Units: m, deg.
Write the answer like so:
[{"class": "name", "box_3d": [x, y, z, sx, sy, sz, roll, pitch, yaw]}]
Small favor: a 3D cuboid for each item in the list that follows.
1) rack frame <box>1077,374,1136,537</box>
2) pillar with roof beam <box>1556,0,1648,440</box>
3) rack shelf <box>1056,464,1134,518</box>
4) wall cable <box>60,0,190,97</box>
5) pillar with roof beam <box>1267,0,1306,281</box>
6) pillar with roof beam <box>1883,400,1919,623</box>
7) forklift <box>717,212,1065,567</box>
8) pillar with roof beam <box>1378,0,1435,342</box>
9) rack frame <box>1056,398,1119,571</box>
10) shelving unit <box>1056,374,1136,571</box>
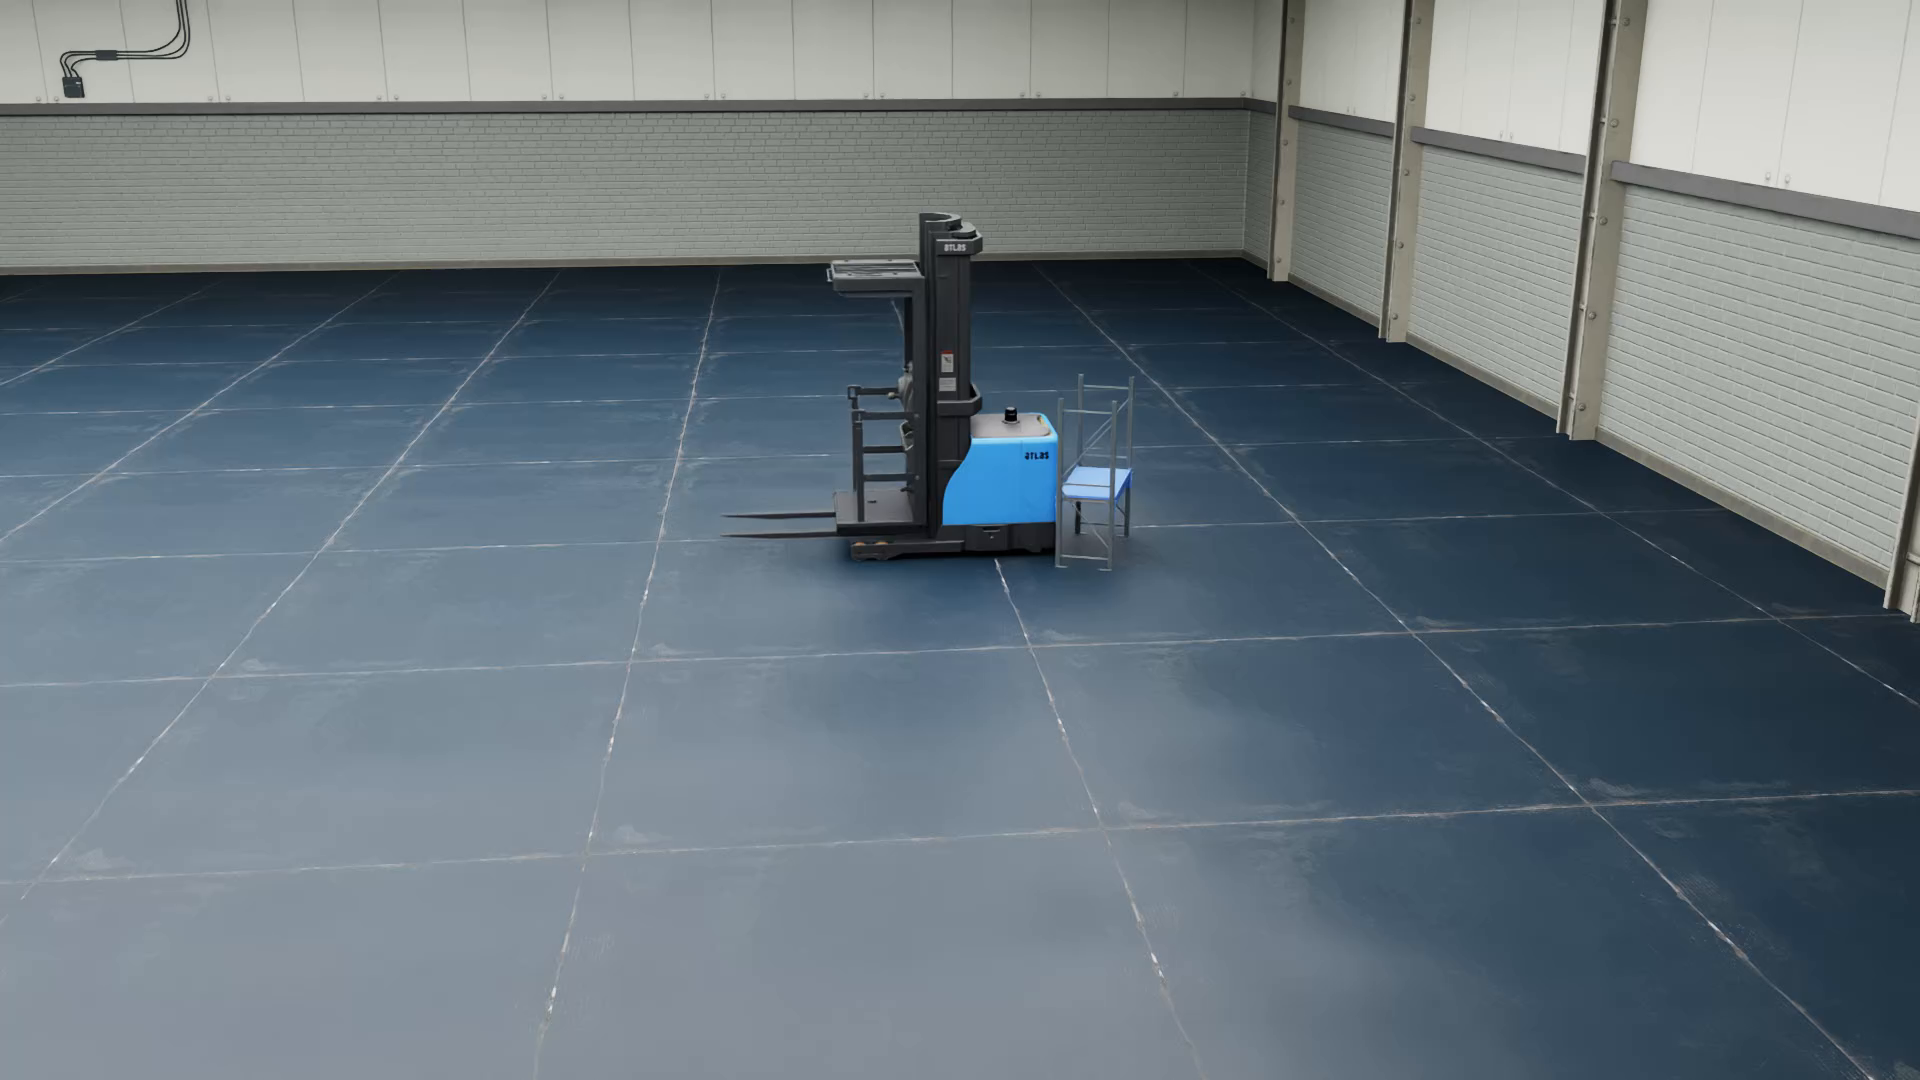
[{"class": "rack frame", "box_3d": [1.328, -0.761, 15.171, 0.500, 1.500, 0.032, 4, 18, 13]}, {"class": "pillar with roof beam", "box_3d": [2.781, -5.355, 17.283, 9.100, 9.000, 0.400, -2, 18, -6]}, {"class": "rack shelf", "box_3d": [1.208, -0.442, 14.754, 0.538, 0.185, 1.000, 4, 18, 13]}, {"class": "wall cable", "box_3d": [-15.051, -10.920, 29.331, 2.305, 6.003, 0.169, -2, 18, -6]}, {"class": "pillar with roof beam", "box_3d": [1.543, -8.930, 28.671, 9.100, 9.000, 0.400, -2, 18, -6]}, {"class": "pillar with roof beam", "box_3d": [3.400, -3.567, 11.589, 9.100, 9.000, 0.400, -2, 18, -6]}, {"class": "forklift", "box_3d": [-0.630, -1.339, 14.621, 3.031, 2.935, 1.130, -5, 18, -16]}, {"class": "pillar with roof beam", "box_3d": [2.162, -7.142, 22.977, 9.100, 9.000, 0.400, -2, 18, -6]}, {"class": "rack frame", "box_3d": [1.087, -0.465, 14.229, 0.500, 1.500, 0.032, 4, 18, 13]}, {"class": "shelving unit", "box_3d": [1.208, -0.613, 14.700, 0.538, 1.500, 1.048, 4, 18, 13]}]
